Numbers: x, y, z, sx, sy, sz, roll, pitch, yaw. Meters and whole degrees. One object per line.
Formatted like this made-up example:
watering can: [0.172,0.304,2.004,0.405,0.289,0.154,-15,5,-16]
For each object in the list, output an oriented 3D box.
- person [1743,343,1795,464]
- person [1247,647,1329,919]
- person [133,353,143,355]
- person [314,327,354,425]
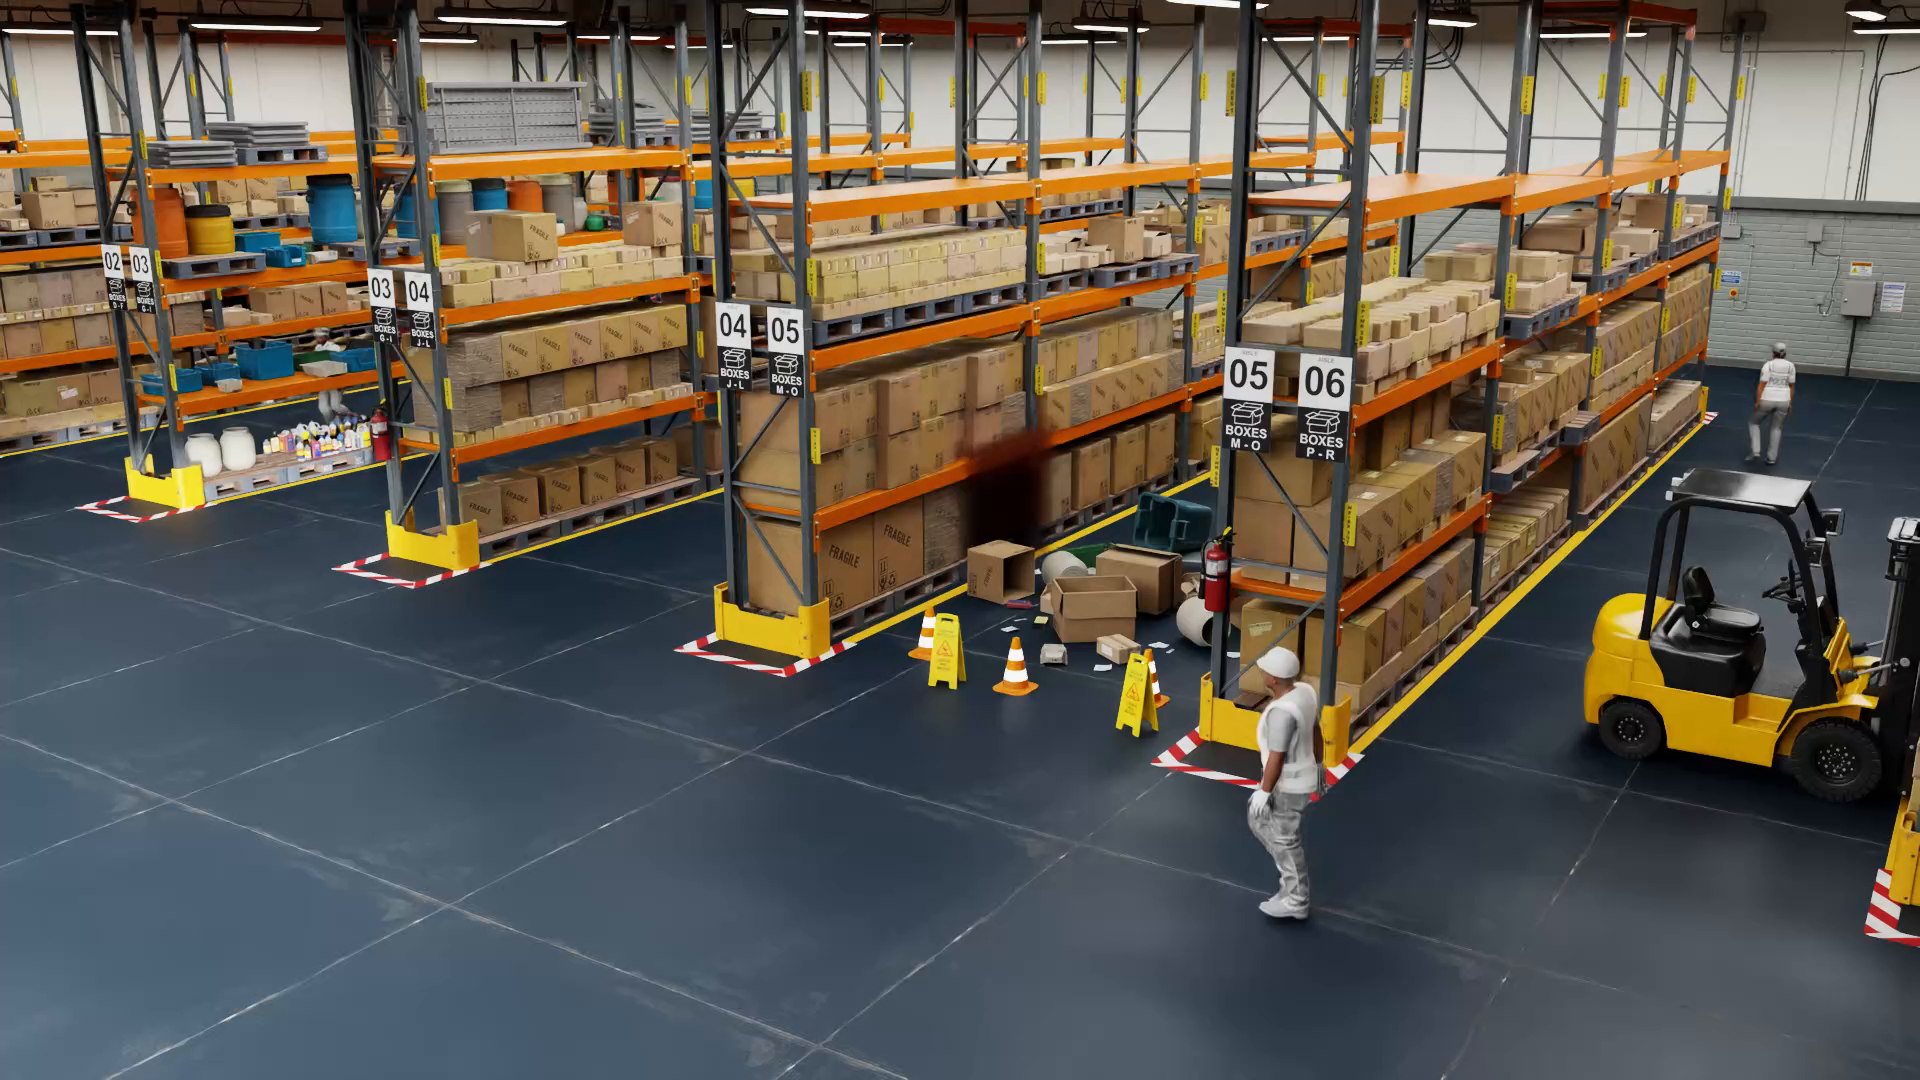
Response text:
person: [11.192,-1.869,22.910,0.510,1.699,0.422,1,16,4]
person: [2.043,1.532,10.373,0.502,1.801,0.537,4,16,14]
person: [-13.628,-3.129,27.424,0.587,1.659,0.517,5,16,18]
person: [-9.283,-2.351,24.656,0.540,1.647,0.534,8,17,26]
